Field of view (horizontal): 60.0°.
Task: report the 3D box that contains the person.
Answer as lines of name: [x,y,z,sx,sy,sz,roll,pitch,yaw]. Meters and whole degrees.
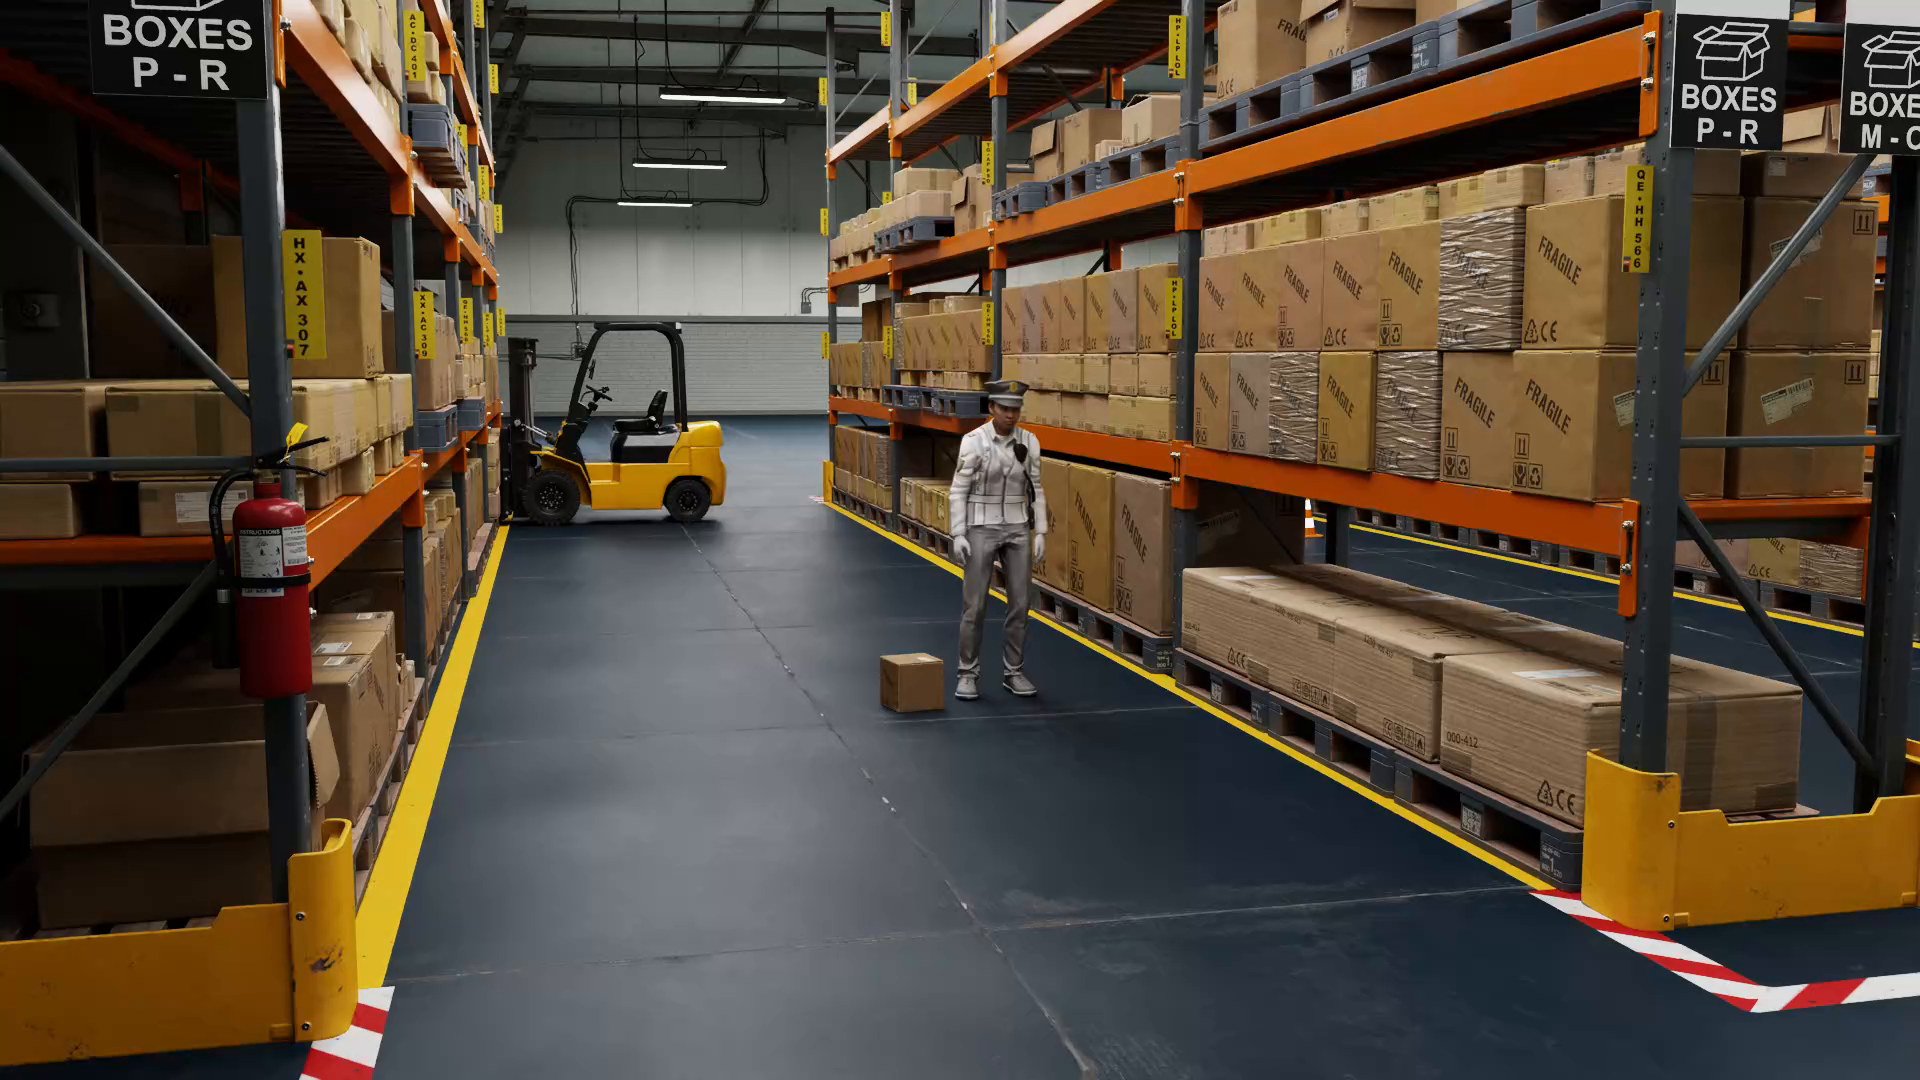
person: [0.213,-0.011,8.760,0.530,1.663,0.347,-2,6,-14]
